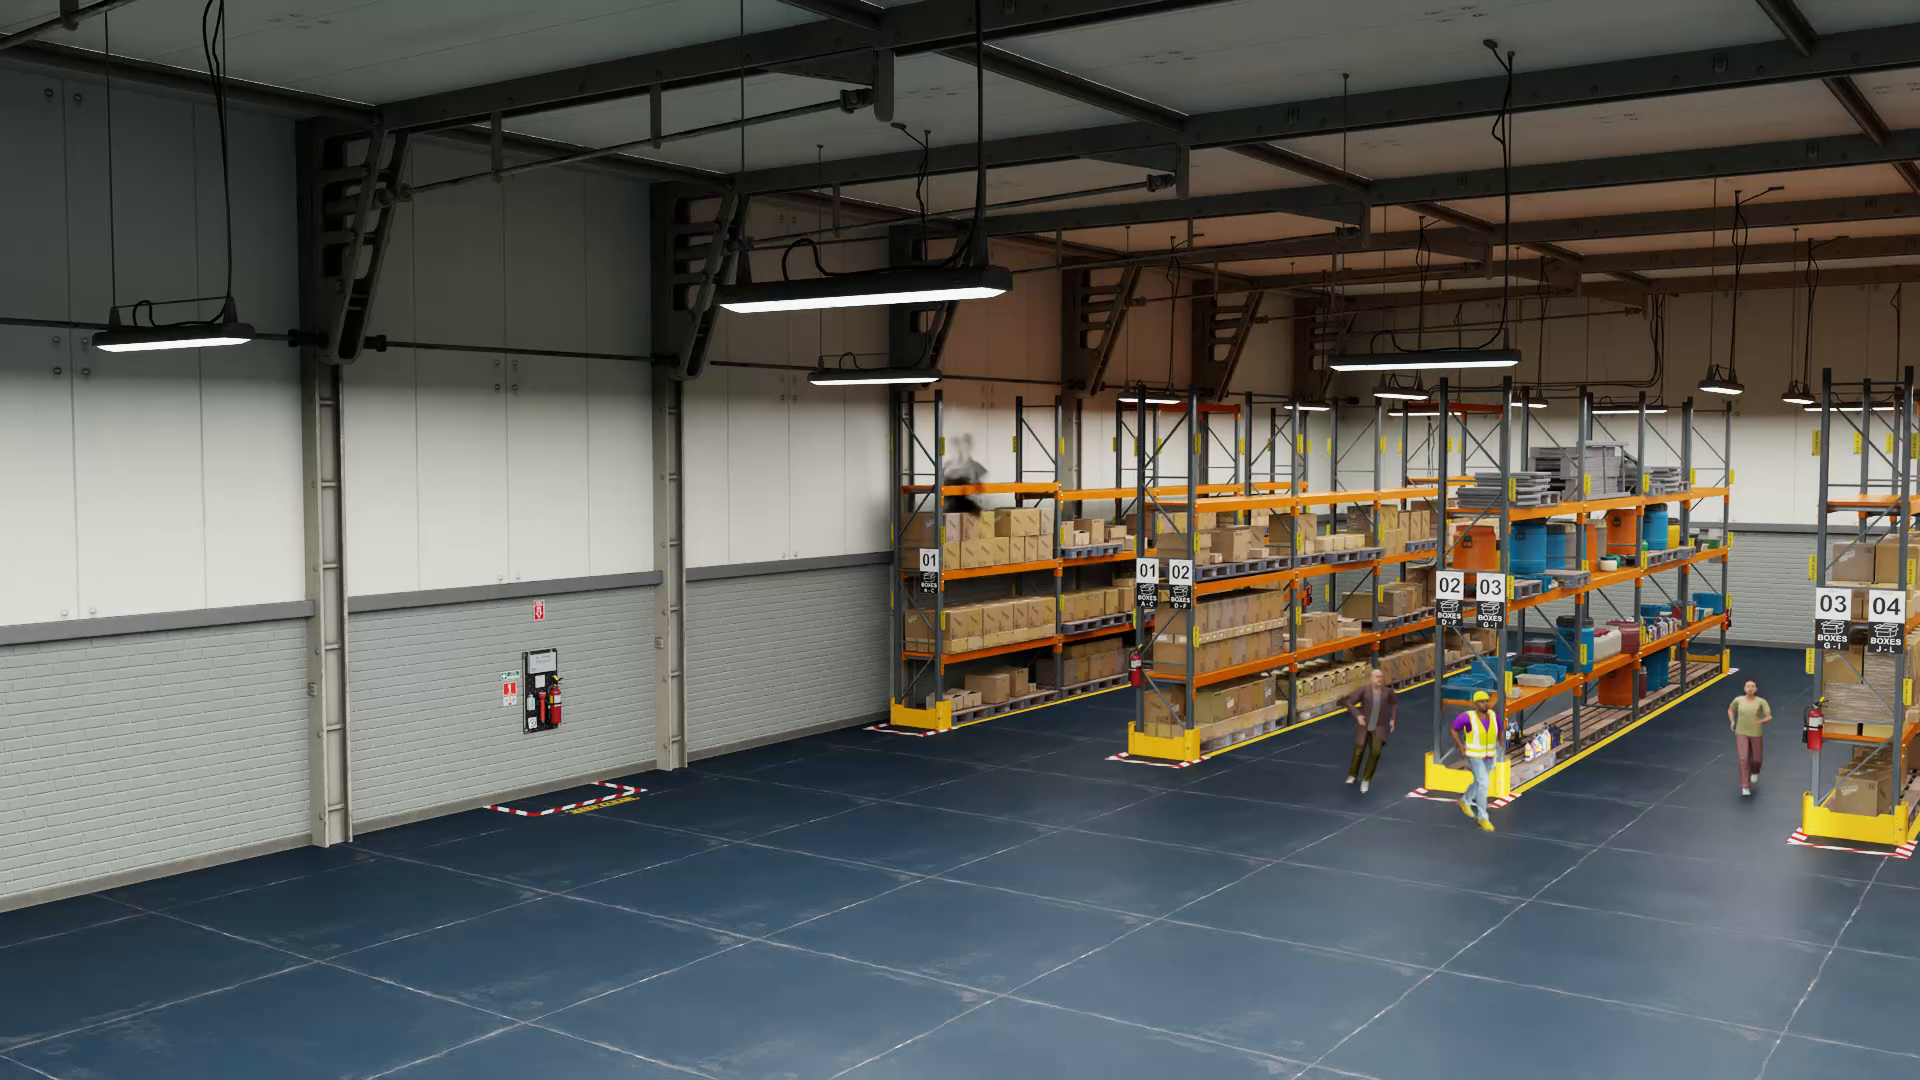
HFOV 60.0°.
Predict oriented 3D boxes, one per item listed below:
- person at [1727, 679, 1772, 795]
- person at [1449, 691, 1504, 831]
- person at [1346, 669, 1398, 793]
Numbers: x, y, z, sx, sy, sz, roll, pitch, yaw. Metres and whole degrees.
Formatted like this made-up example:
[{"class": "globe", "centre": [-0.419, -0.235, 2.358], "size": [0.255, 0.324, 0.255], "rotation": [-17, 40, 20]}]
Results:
[{"class": "person", "centre": [11.414, 2.822, 24.056], "size": [0.590, 1.640, 0.859], "rotation": [2, 4, 26]}, {"class": "person", "centre": [6.866, 2.882, 22.002], "size": [0.691, 1.810, 0.828], "rotation": [-1, 3, -18]}, {"class": "person", "centre": [6.022, 2.775, 24.285], "size": [0.771, 1.790, 0.728], "rotation": [1, 3, 9]}]
